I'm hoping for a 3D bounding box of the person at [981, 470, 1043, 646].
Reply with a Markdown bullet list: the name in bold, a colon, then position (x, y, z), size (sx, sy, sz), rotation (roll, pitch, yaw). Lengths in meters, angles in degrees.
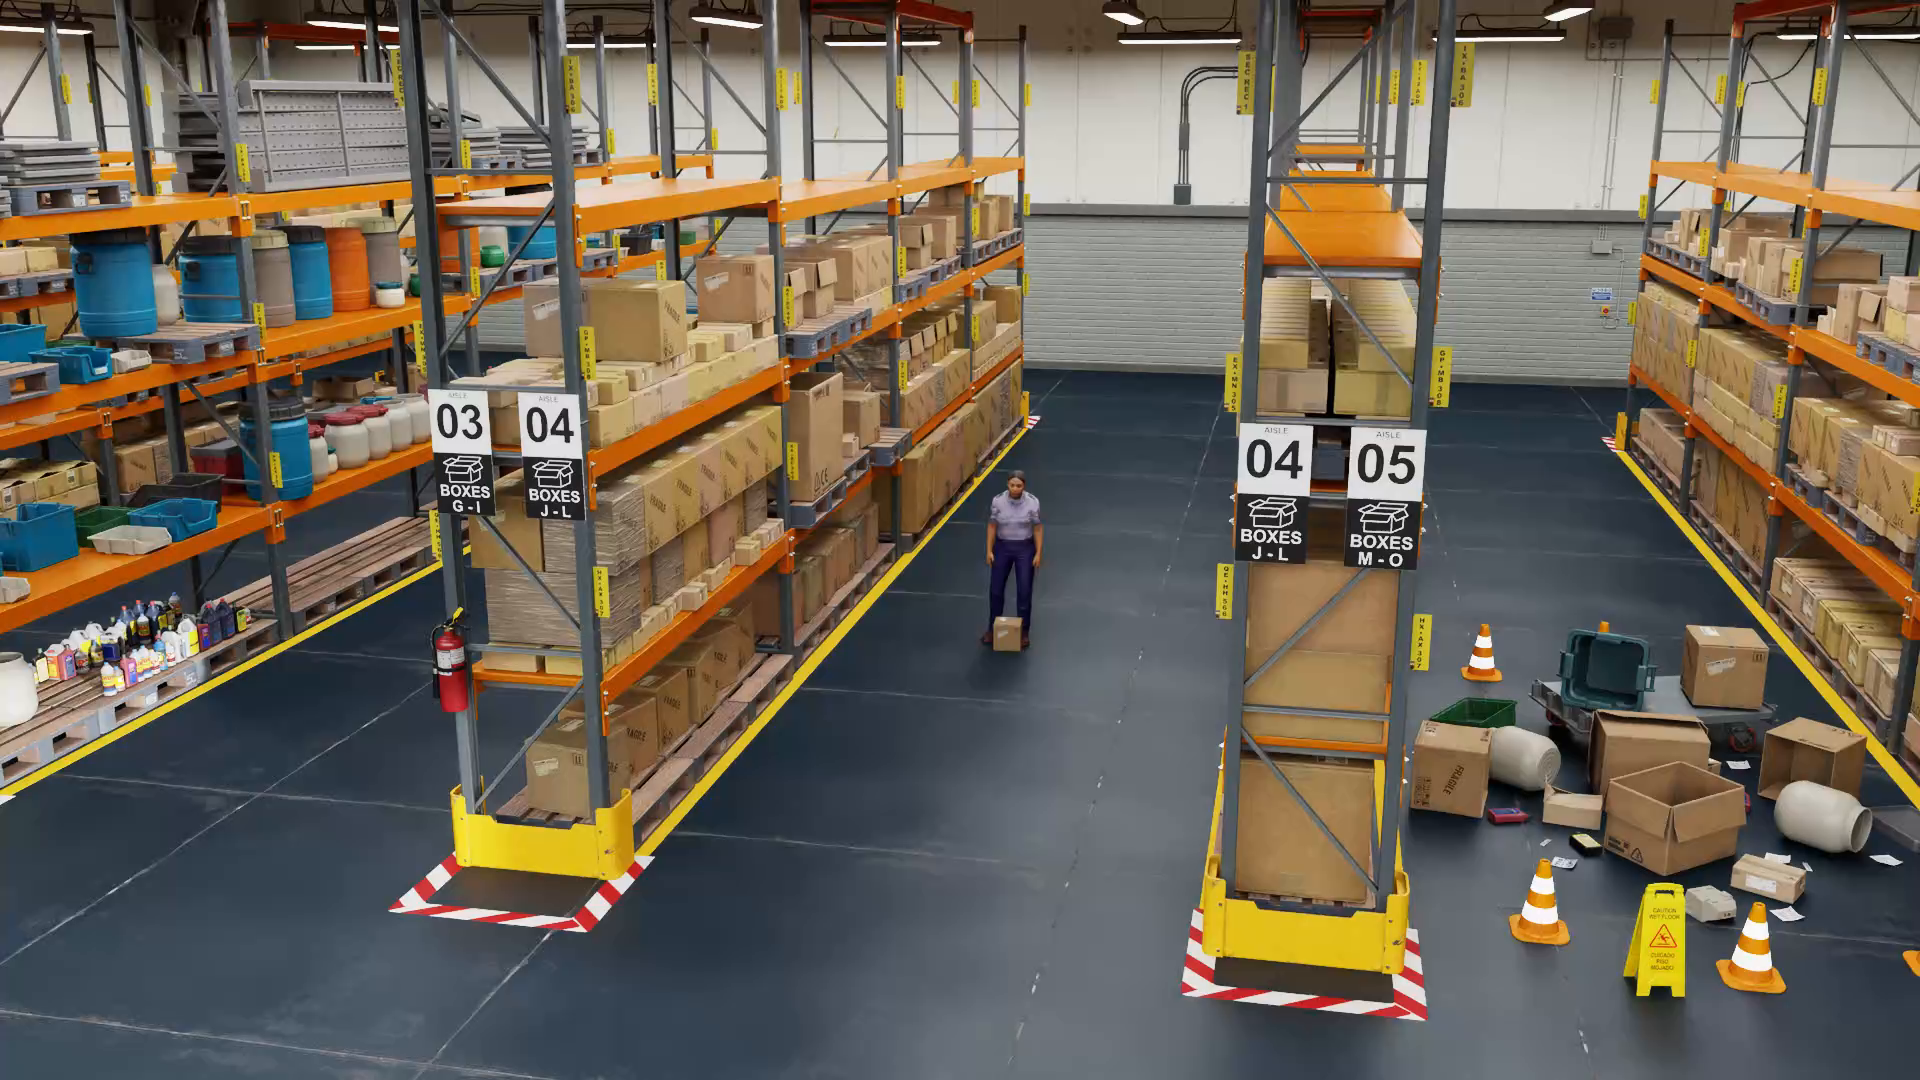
- **person**: position (0.489, 0.145, 15.480), size (0.558, 1.651, 0.425), rotation (2, 15, 8)
